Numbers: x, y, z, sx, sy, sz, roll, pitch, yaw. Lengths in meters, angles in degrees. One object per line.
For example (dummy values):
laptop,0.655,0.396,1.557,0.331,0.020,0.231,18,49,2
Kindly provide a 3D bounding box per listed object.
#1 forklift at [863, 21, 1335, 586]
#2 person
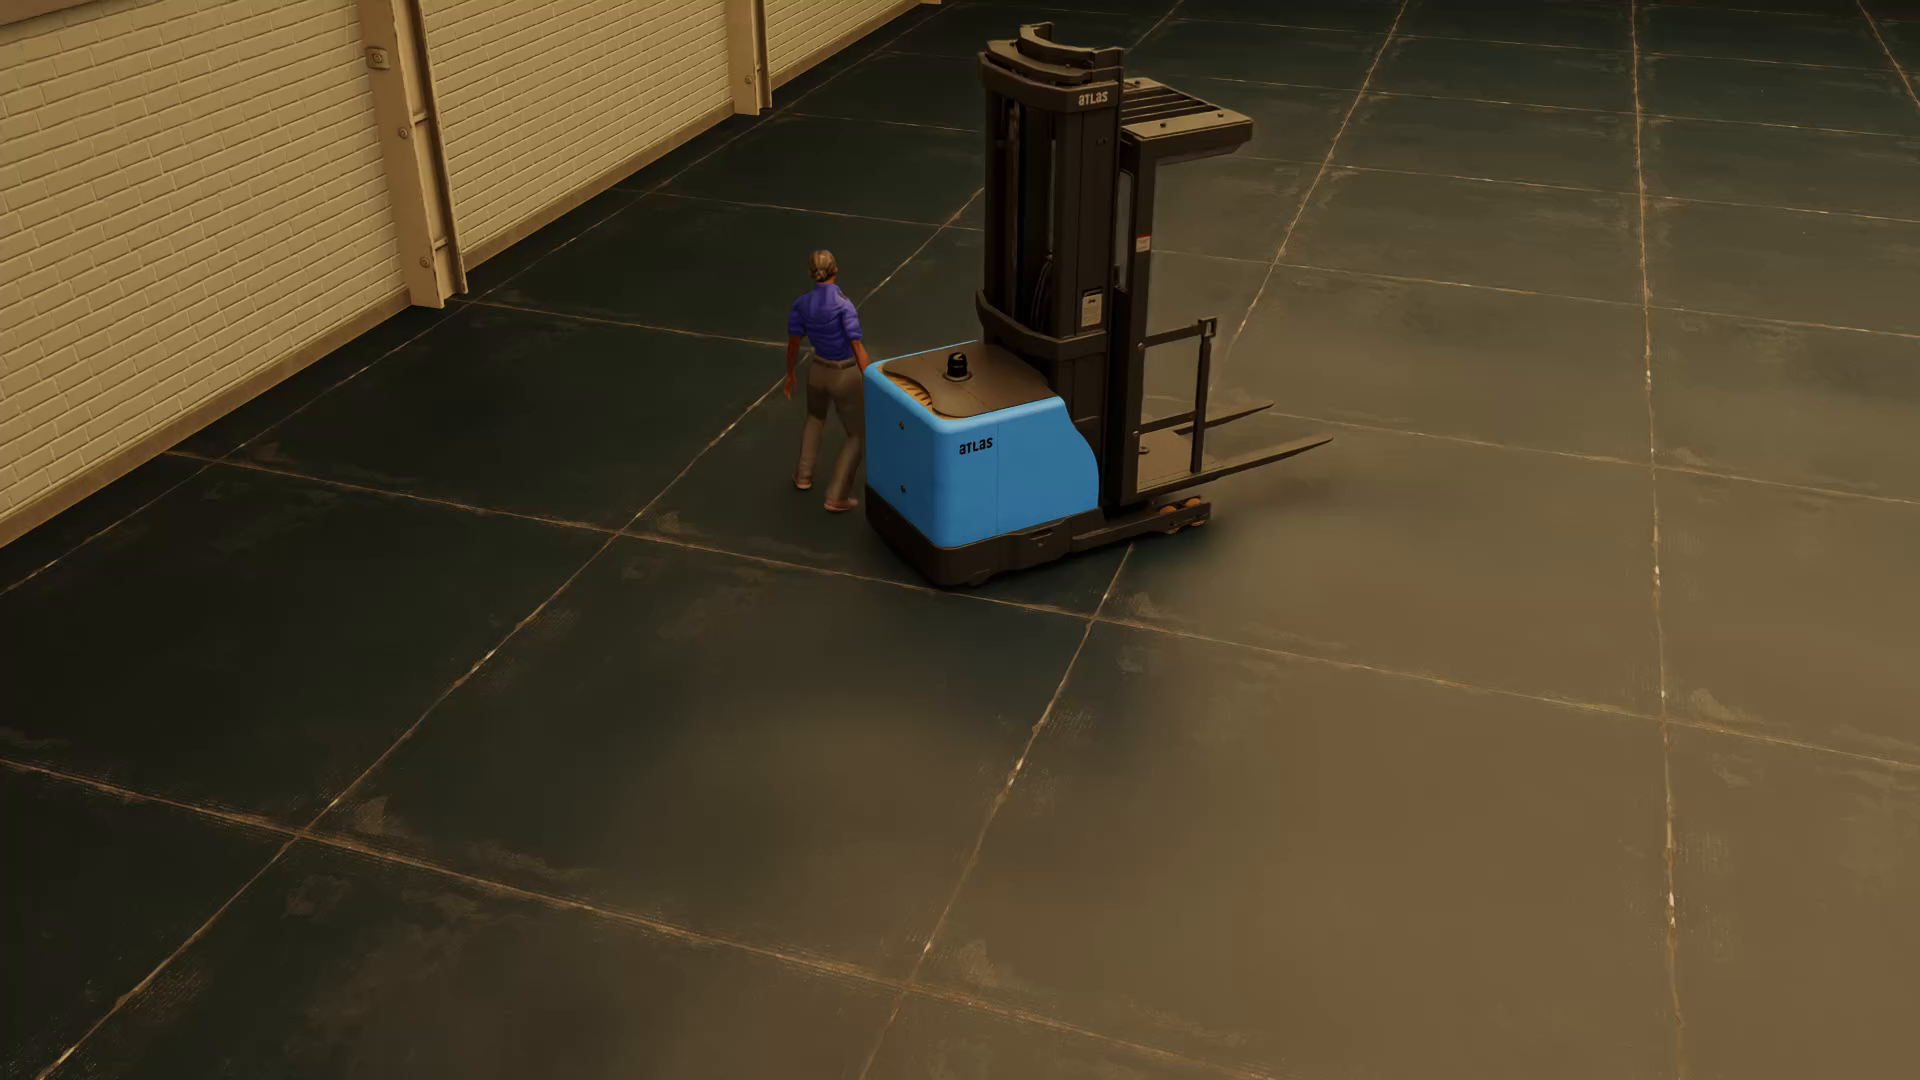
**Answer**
forklift,0.958,-1.524,9.811,3.031,2.935,1.130,-16,33,-25
person,-0.802,-0.956,10.223,0.804,1.635,0.465,20,35,31
